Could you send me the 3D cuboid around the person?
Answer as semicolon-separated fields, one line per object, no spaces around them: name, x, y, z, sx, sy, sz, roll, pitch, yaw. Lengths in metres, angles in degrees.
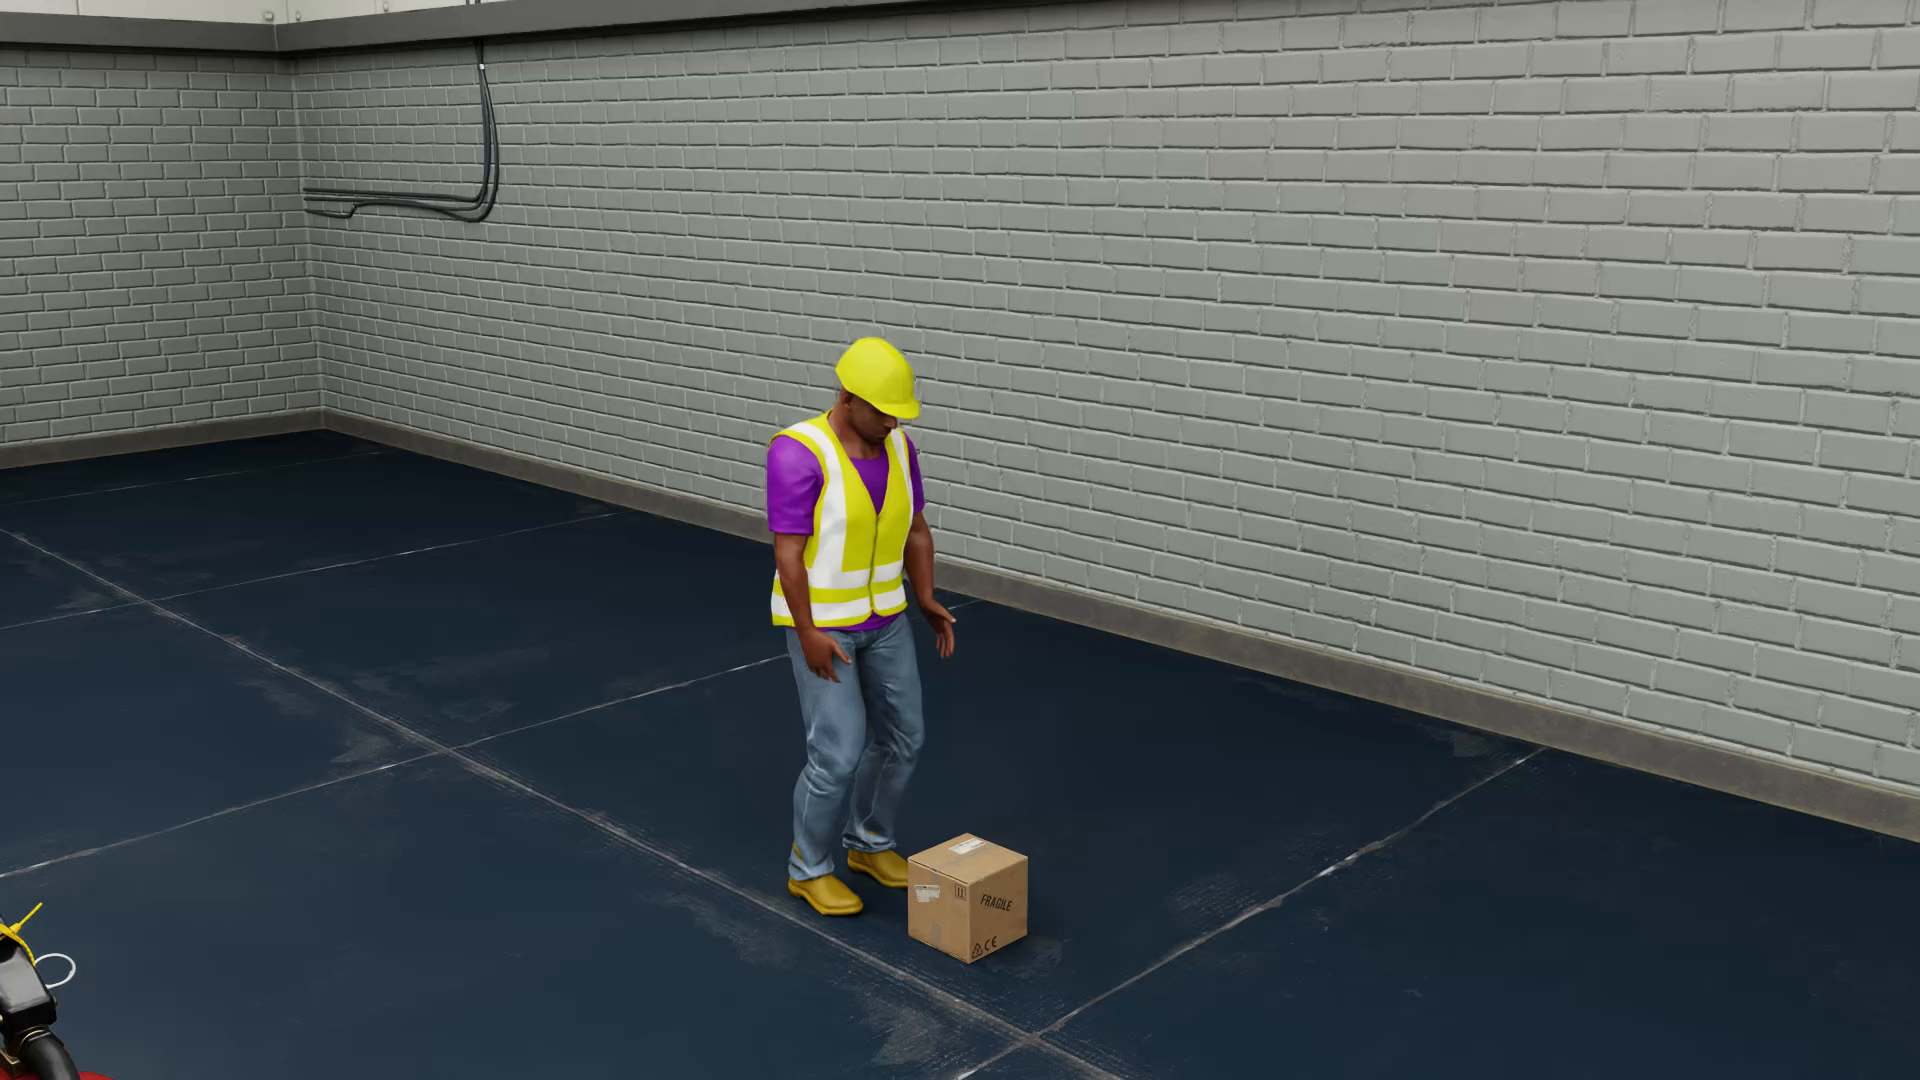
person;-0.302;0.248;5.012;0.588;1.725;0.438;-13;19;-43
